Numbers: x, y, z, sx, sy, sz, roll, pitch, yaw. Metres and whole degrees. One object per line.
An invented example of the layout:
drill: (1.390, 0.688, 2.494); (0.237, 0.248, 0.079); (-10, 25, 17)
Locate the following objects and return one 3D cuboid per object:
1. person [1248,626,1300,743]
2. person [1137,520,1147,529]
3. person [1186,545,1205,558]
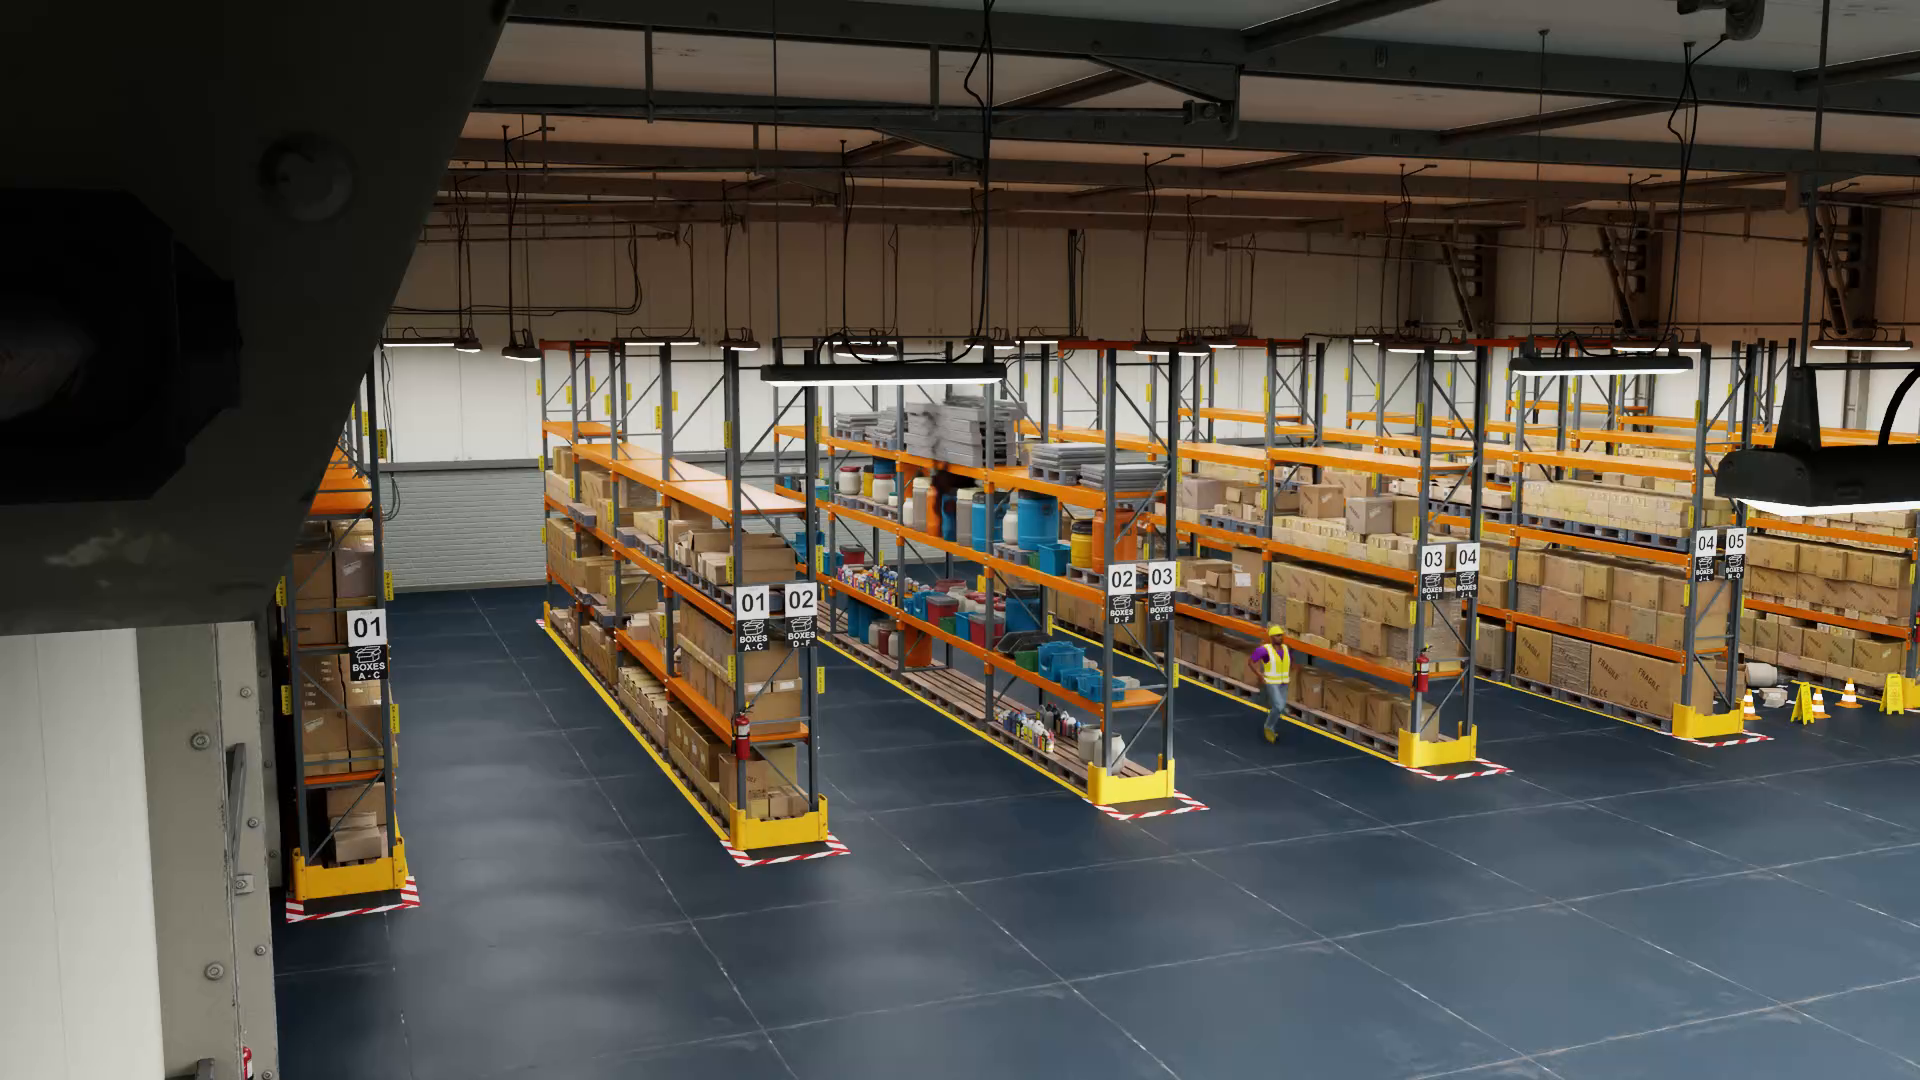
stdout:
person: (4.813, 2.195, 25.209); (0.679, 1.773, 0.652); (-4, 9, -29)
person: (4.329, 0.194, 40.683); (0.519, 1.701, 0.698); (-7, 10, -44)
person: (5.910, 0.003, 41.913); (1.106, 1.725, 0.724); (-2, 8, -18)
